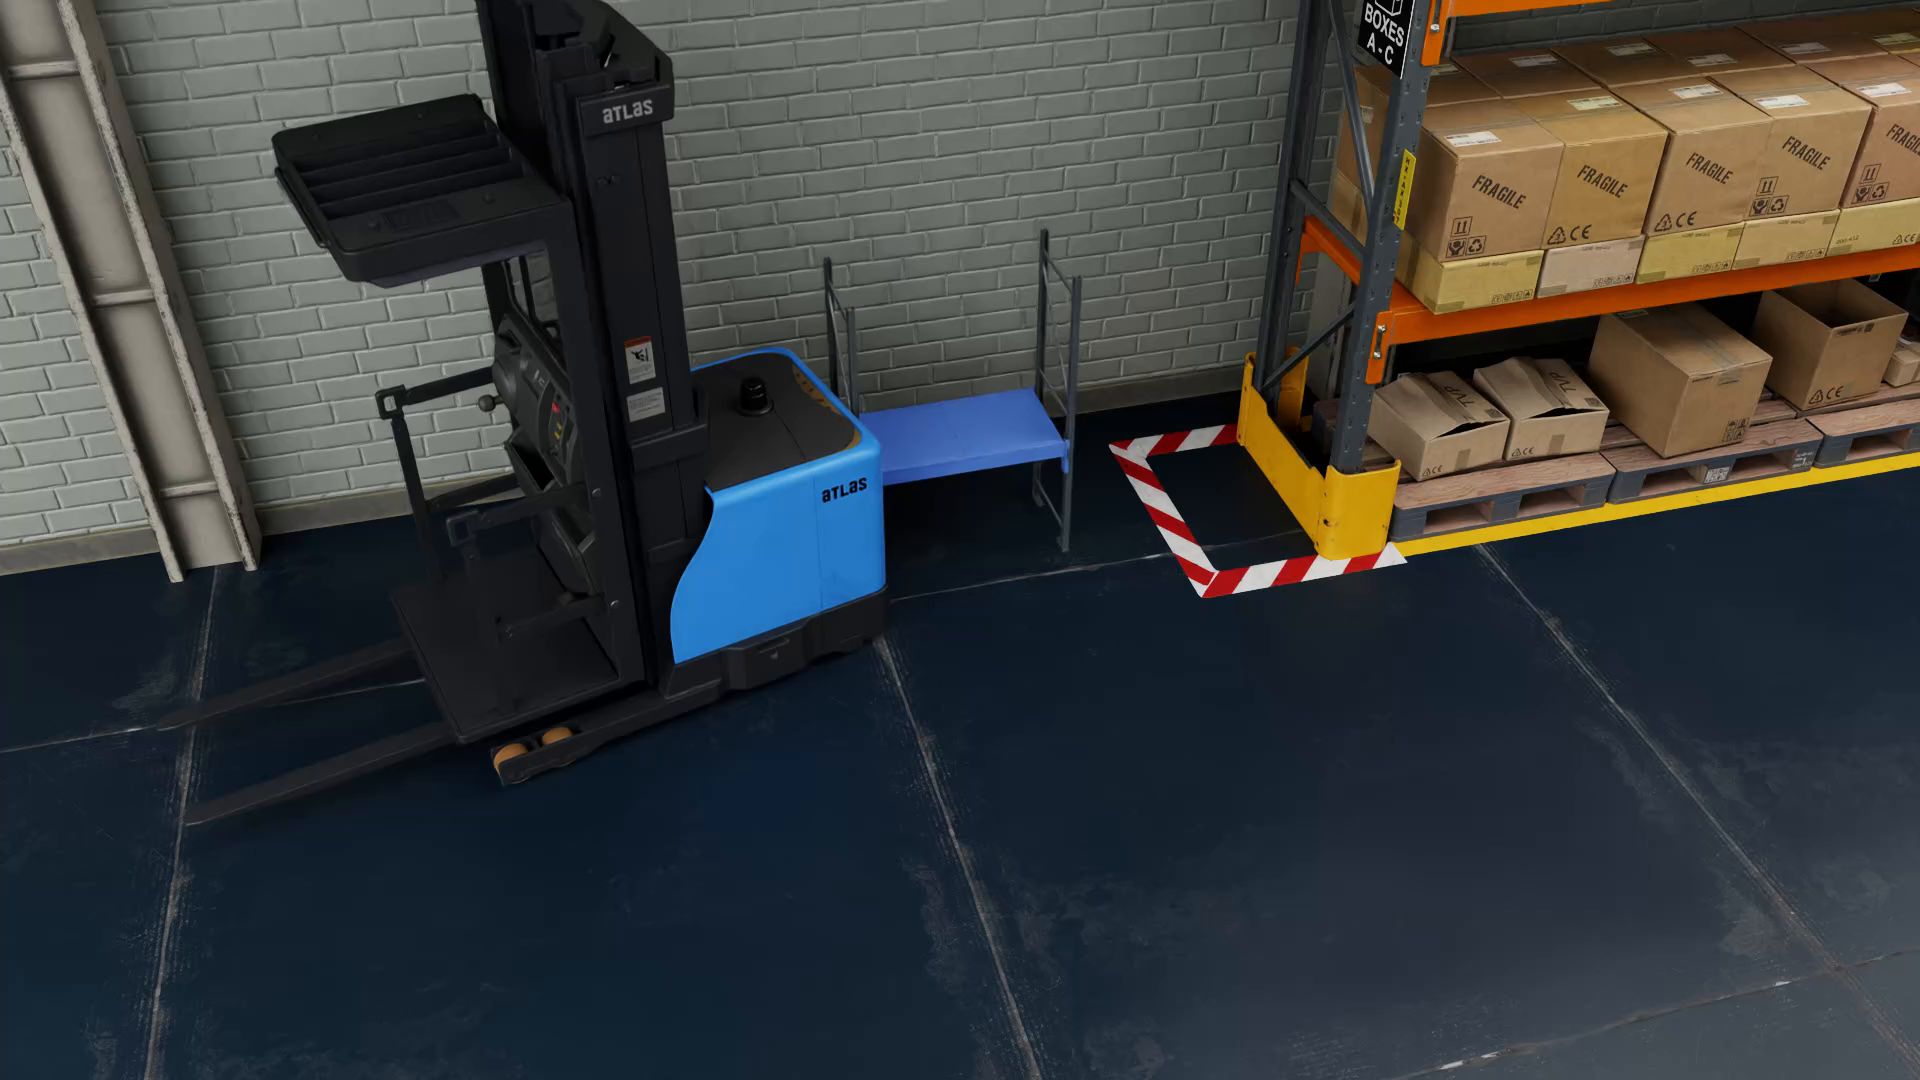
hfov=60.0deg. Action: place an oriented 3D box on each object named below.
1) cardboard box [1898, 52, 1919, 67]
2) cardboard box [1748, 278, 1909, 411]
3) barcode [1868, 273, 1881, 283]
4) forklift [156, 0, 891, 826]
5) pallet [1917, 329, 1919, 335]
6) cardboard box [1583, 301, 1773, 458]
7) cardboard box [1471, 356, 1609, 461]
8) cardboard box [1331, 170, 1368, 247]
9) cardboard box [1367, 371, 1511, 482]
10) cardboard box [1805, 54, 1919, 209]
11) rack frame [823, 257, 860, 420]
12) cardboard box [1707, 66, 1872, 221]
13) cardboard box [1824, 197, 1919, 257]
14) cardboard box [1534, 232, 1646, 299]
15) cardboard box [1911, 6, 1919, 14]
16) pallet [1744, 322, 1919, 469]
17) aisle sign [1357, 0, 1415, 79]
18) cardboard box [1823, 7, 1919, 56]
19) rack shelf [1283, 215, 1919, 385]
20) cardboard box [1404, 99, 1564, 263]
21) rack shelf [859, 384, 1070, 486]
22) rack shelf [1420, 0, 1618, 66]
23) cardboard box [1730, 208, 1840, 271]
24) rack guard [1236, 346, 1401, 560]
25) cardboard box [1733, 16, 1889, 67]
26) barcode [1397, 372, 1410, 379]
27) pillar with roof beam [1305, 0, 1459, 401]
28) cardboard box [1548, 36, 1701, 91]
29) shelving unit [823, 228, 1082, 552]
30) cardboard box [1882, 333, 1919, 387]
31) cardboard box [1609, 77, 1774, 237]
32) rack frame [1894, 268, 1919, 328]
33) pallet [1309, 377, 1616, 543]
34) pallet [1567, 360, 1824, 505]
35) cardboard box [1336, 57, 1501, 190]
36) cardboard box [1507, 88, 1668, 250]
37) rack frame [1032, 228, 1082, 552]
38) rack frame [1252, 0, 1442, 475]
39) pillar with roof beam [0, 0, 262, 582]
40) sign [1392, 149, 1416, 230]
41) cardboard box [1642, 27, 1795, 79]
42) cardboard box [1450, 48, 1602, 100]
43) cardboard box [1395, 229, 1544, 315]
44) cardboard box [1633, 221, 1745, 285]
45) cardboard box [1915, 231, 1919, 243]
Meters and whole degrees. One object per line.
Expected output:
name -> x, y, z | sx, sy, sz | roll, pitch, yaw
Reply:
cardboard box -> 4.722, -1.982, 7.841 | 0.500, 0.500, 0.500 | -10, 38, -12
cardboard box -> 4.586, -1.069, 8.853 | 0.500, 0.500, 0.500 | -12, 39, -15
barcode -> 4.994, -1.439, 9.073 | 0.075, 0.075, 0.001 | -9, 38, -12
forklift -> -1.852, -0.521, 6.498 | 3.031, 2.935, 1.130 | -19, 42, -24
pallet -> 6.329, -1.091, 9.482 | 1.213, 0.211, 1.003 | -9, 38, -12
cardboard box -> 3.679, -0.857, 8.576 | 0.500, 0.500, 0.700 | -12, 39, -15
cardboard box -> 2.958, -0.695, 8.520 | 0.500, 0.311, 0.500 | -6, 38, -8
cardboard box -> 2.117, -1.577, 7.929 | 0.500, 0.250, 0.500 | -9, 38, -11
cardboard box -> 2.408, -0.604, 8.402 | 0.500, 0.311, 0.500 | -14, 39, -17
cardboard box -> 4.233, -1.909, 7.745 | 0.500, 0.500, 0.500 | -10, 39, -13
rack frame -> -0.527, -0.517, 7.671 | 0.032, 1.500, 0.500 | -10, 38, -13
cardboard box -> 3.731, -1.826, 7.637 | 0.500, 0.500, 0.500 | -8, 38, -11
cardboard box -> 4.235, -1.607, 7.969 | 0.500, 0.250, 0.500 | -10, 38, -12
cardboard box -> 2.768, -1.371, 7.660 | 0.500, 0.250, 0.500 | -10, 39, -13
cardboard box -> 5.070, -2.369, 8.347 | 0.500, 0.500, 0.500 | -10, 39, -13
pallet -> 4.939, -0.840, 9.153 | 1.213, 0.211, 1.003 | -9, 38, -12
aisle sign -> 1.725, -2.286, 6.609 | 0.004, 0.787, 0.394 | -9, 38, -12
cardboard box -> 4.569, -2.289, 8.243 | 0.500, 0.500, 0.500 | -10, 38, -12
rack shelf -> 3.647, -1.472, 8.277 | 4.000, 0.370, 1.077 | -9, 38, -12
cardboard box -> 2.256, -1.586, 7.324 | 0.500, 0.500, 0.500 | -9, 38, -12
rack shelf -> -0.038, -0.459, 7.891 | 1.000, 0.185, 0.538 | -10, 38, -13
rack shelf -> 3.647, -2.663, 7.365 | 4.000, 0.370, 1.077 | -9, 38, -12
cardboard box -> 3.750, -1.527, 7.864 | 0.500, 0.250, 0.500 | -9, 38, -12
rack guard -> 1.790, -0.460, 8.419 | 0.348, 0.500, 1.175 | -9, 38, -12
cardboard box -> 4.087, -2.213, 8.144 | 0.500, 0.500, 0.500 | -8, 38, -11
barcode -> 2.321, -0.846, 8.709 | 0.075, 0.075, 0.001 | -9, 38, -12
pillar with roof beam -> 3.289, -1.917, 3.329 | 0.400, 9.000, 9.100 | -9, 38, -12
cardboard box -> 3.103, -2.045, 7.923 | 0.500, 0.500, 0.500 | -10, 39, -13
shelving unit -> -0.038, -0.602, 7.781 | 1.048, 1.500, 0.538 | -10, 38, -13
cardboard box -> 5.069, -1.022, 9.066 | 0.250, 0.166, 0.380 | -14, 40, -18
cardboard box -> 3.236, -1.737, 7.521 | 0.500, 0.500, 0.500 | -11, 39, -13
rack frame -> 5.578, -2.074, 8.472 | 0.127, 3.000, 1.000 | -9, 38, -12
pallet -> 2.583, -0.453, 8.648 | 1.213, 0.211, 1.003 | -9, 38, -12
pallet -> 3.759, -0.644, 8.898 | 1.213, 0.211, 1.003 | -9, 38, -12
cardboard box -> 2.116, -1.886, 7.716 | 0.500, 0.500, 0.500 | -10, 38, -12
cardboard box -> 2.735, -1.659, 7.419 | 0.500, 0.500, 0.500 | -9, 38, -12
rack frame -> 0.451, -0.686, 7.892 | 0.032, 1.500, 0.500 | -10, 38, -13
rack frame -> 1.716, -1.441, 7.644 | 0.127, 3.000, 1.000 | -9, 38, -12
pillar with roof beam -> -2.503, -0.966, 2.086 | 0.400, 9.000, 9.100 | -9, 38, -12
sign -> 1.858, -1.466, 6.965 | 0.005, 0.325, 0.100 | -9, 38, -12
cardboard box -> 3.589, -2.125, 8.028 | 0.500, 0.500, 0.500 | -9, 38, -11
cardboard box -> 2.605, -1.960, 7.813 | 0.500, 0.500, 0.500 | -9, 38, -11
cardboard box -> 2.270, -1.280, 7.541 | 0.500, 0.250, 0.500 | -10, 39, -13
cardboard box -> 3.261, -1.448, 7.761 | 0.500, 0.250, 0.500 | -10, 39, -13
cardboard box -> 4.717, -1.696, 8.085 | 0.500, 0.250, 0.500 | -9, 38, -12
